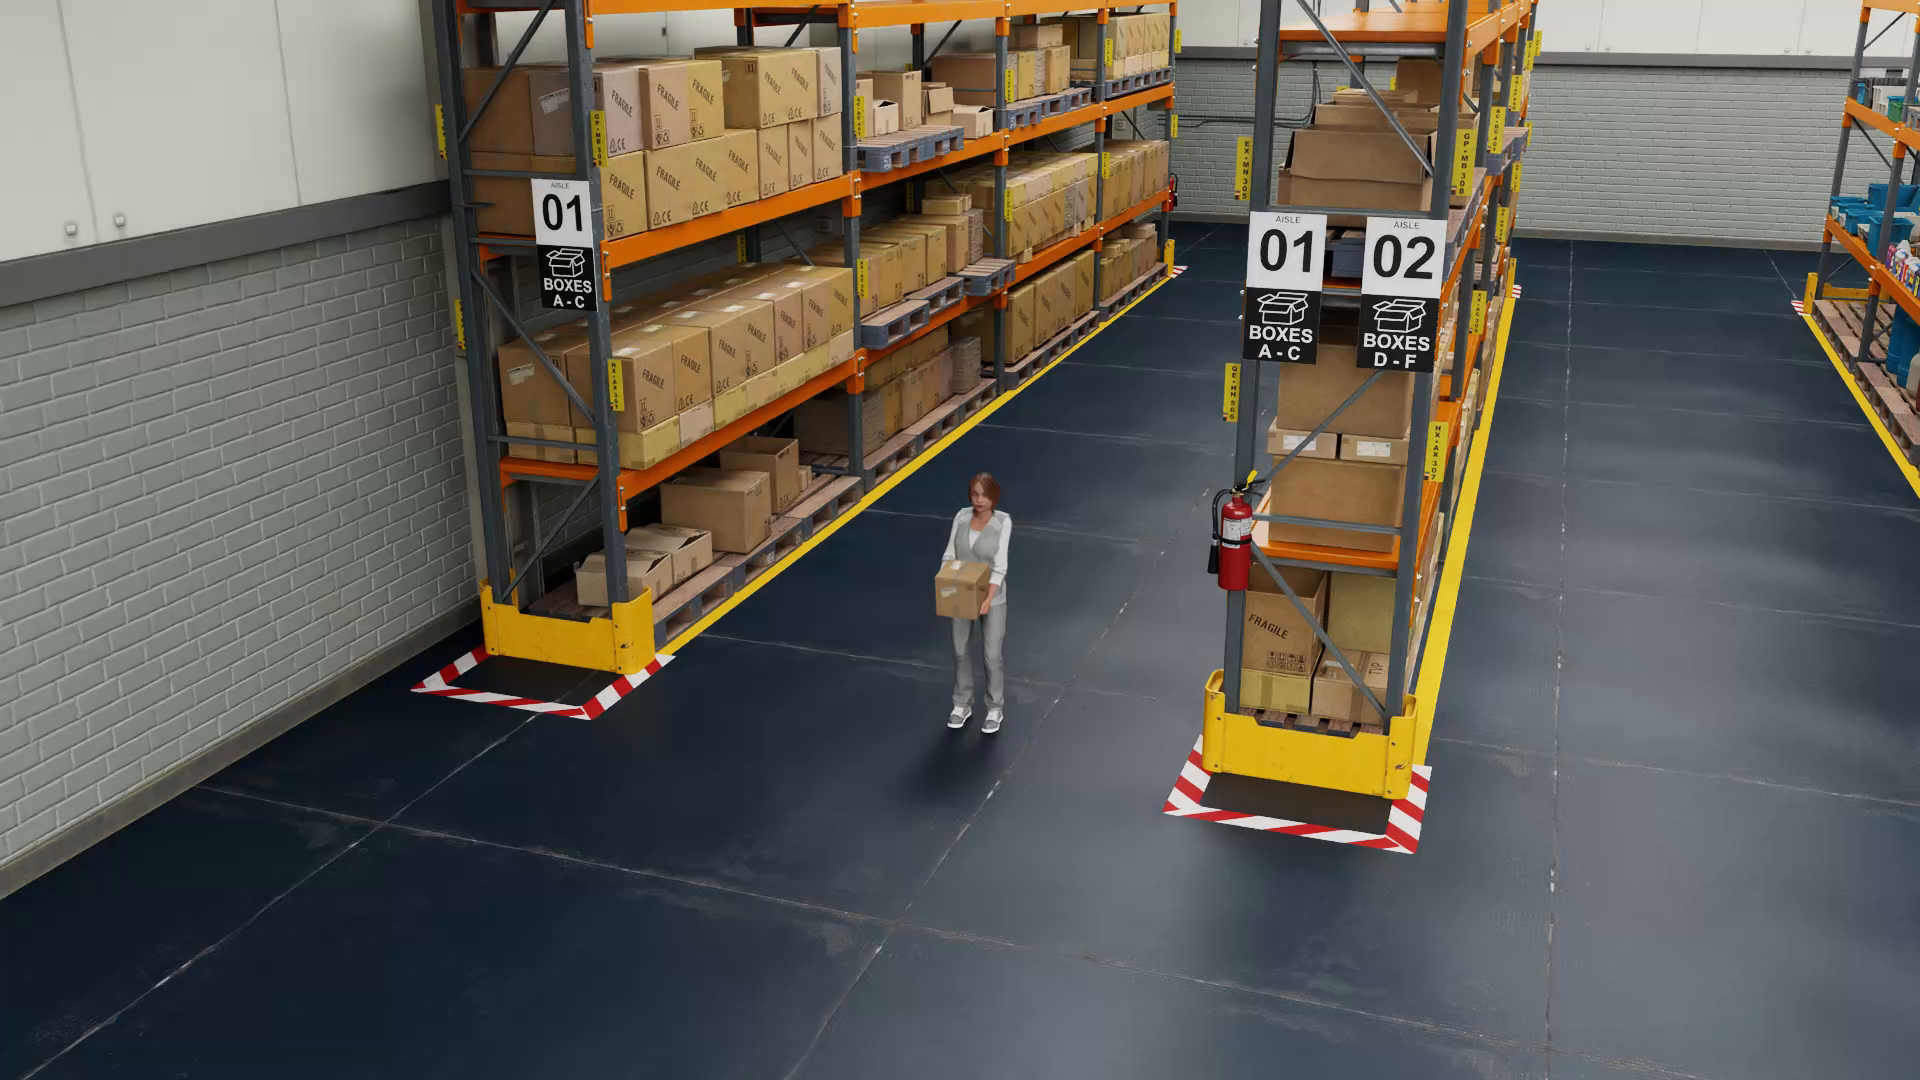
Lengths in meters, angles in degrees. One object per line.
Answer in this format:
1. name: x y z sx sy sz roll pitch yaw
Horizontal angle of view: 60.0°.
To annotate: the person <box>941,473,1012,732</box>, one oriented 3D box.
1. person: 0.081 0.397 9.932 0.405 1.594 0.489 7 20 19
